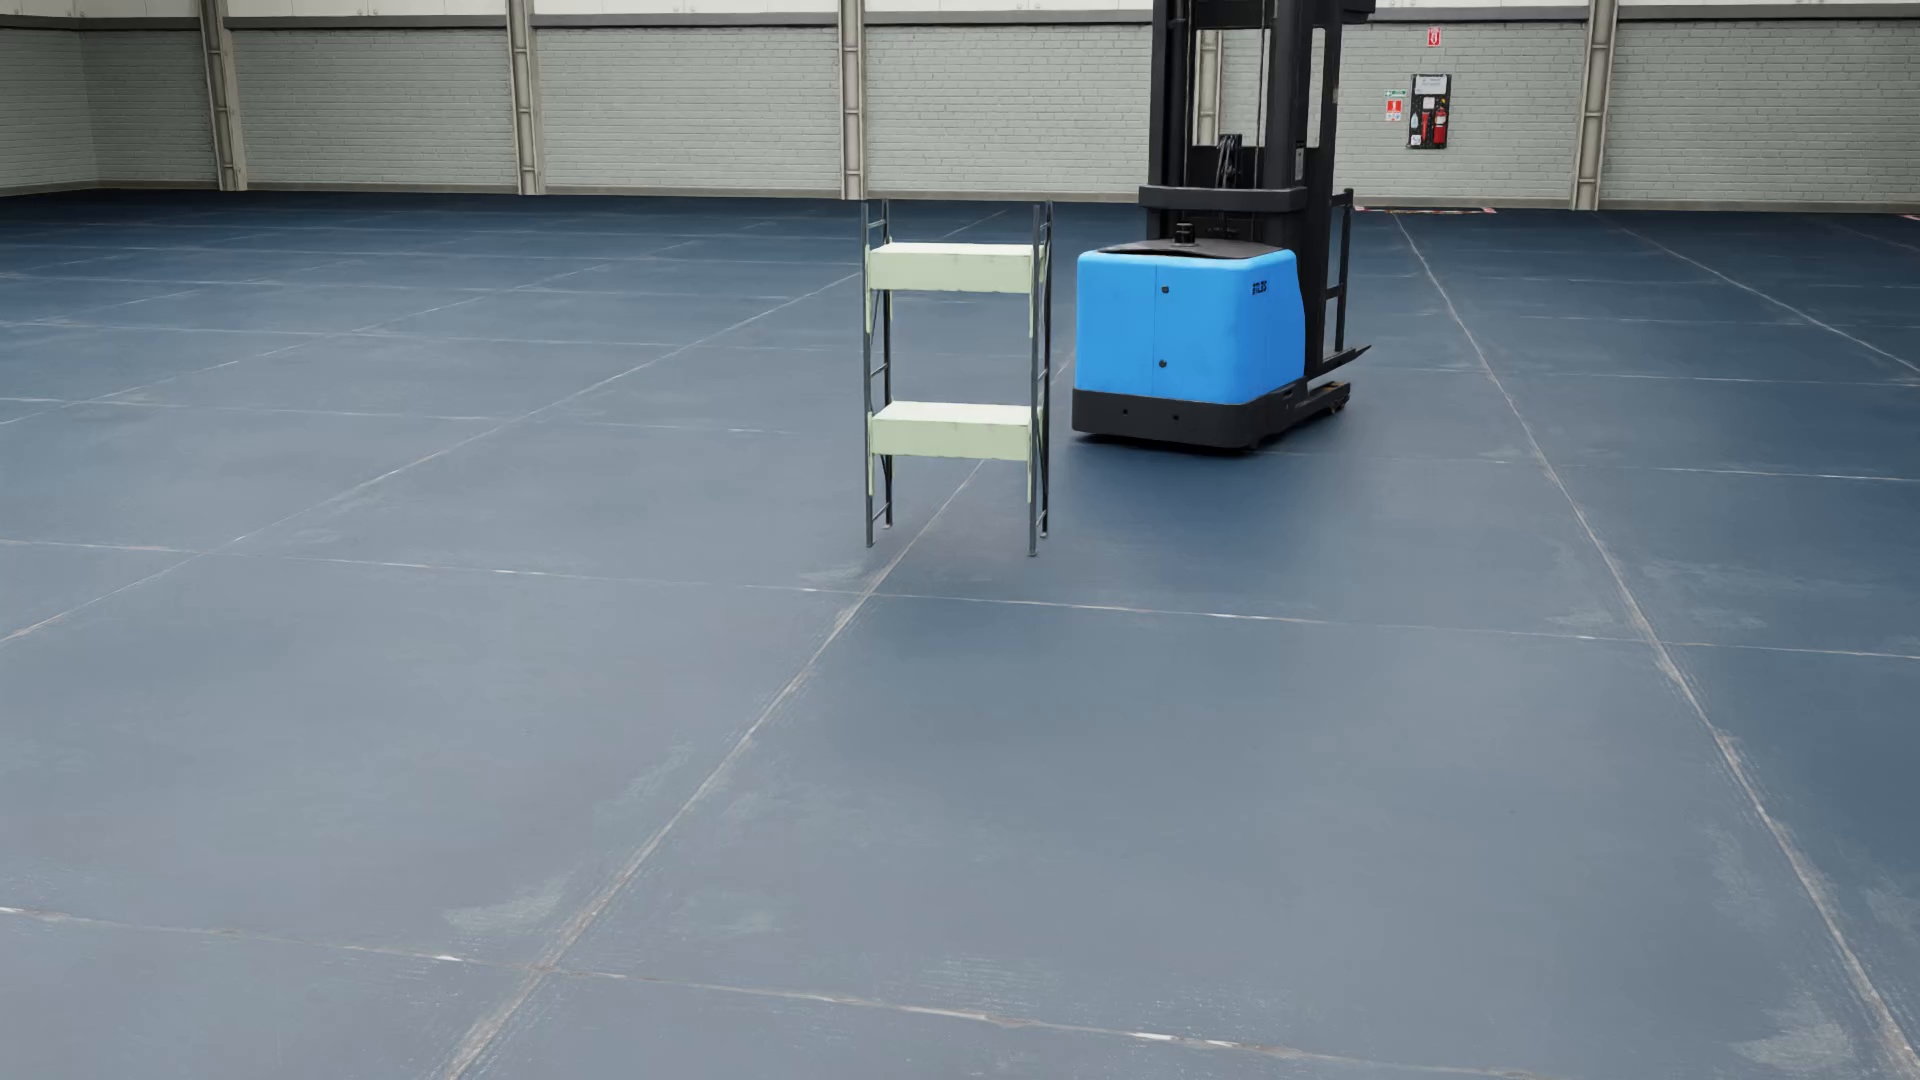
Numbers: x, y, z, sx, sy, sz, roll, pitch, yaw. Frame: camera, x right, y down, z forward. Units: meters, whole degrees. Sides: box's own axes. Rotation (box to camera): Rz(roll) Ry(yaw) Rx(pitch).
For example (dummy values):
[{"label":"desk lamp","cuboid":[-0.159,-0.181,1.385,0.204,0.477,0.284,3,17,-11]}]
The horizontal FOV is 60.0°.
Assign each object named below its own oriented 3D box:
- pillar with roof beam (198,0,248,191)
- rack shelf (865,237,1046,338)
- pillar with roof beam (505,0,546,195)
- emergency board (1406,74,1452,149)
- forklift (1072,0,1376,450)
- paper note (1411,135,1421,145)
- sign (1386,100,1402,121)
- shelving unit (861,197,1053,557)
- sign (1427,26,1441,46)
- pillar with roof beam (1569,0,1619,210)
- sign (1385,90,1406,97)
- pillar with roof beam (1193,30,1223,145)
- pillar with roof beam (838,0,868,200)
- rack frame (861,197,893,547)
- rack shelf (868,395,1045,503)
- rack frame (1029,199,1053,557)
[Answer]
[{"label":"pillar with roof beam","cuboid":[-14.442,-9.756,25.854,0.400,9.000,9.100,3,16,11]},{"label":"rack shelf","cuboid":[-0.007,-1.099,7.189,0.720,0.370,0.431,3,16,11]},{"label":"pillar with roof beam","cuboid":[-8.562,-9.437,24.702,0.400,9.000,9.100,3,16,11]},{"label":"emergency board","cuboid":[7.520,-6.856,26.622,0.643,1.169,0.194,3,16,11]},{"label":"forklift","cuboid":[1.812,-2.252,10.132,1.130,2.935,3.031,9,18,29]},{"label":"paper note","cuboid":[7.361,-6.458,26.839,0.142,0.148,0.016,3,16,11]},{"label":"sign","cuboid":[6.999,-6.929,26.821,0.234,0.329,0.001,3,16,11]},{"label":"shelving unit","cuboid":[-0.007,-0.723,7.293,0.755,1.500,0.431,3,16,11]},{"label":"sign","cuboid":[7.532,-7.999,26.408,0.199,0.298,0.001,3,16,11]},{"label":"pillar with roof beam","cuboid":[9.077,-8.479,21.245,0.400,9.000,9.100,3,16,11]},{"label":"sign","cuboid":[7.002,-7.182,26.741,0.331,0.109,0.001,3,16,11]},{"label":"pillar with roof beam","cuboid":[3.197,-8.798,22.397,0.400,9.000,9.100,3,16,11]},{"label":"pillar with roof beam","cuboid":[-2.683,-9.117,23.549,0.400,9.000,9.100,3,16,11]},{"label":"rack frame","cuboid":[-0.365,-0.743,7.363,0.023,1.500,0.400,3,16,11]},{"label":"rack shelf","cuboid":[-0.007,-0.409,7.380,0.720,0.370,0.431,3,16,11]},{"label":"rack frame","cuboid":[0.352,-0.704,7.223,0.023,1.500,0.400,3,16,11]}]
